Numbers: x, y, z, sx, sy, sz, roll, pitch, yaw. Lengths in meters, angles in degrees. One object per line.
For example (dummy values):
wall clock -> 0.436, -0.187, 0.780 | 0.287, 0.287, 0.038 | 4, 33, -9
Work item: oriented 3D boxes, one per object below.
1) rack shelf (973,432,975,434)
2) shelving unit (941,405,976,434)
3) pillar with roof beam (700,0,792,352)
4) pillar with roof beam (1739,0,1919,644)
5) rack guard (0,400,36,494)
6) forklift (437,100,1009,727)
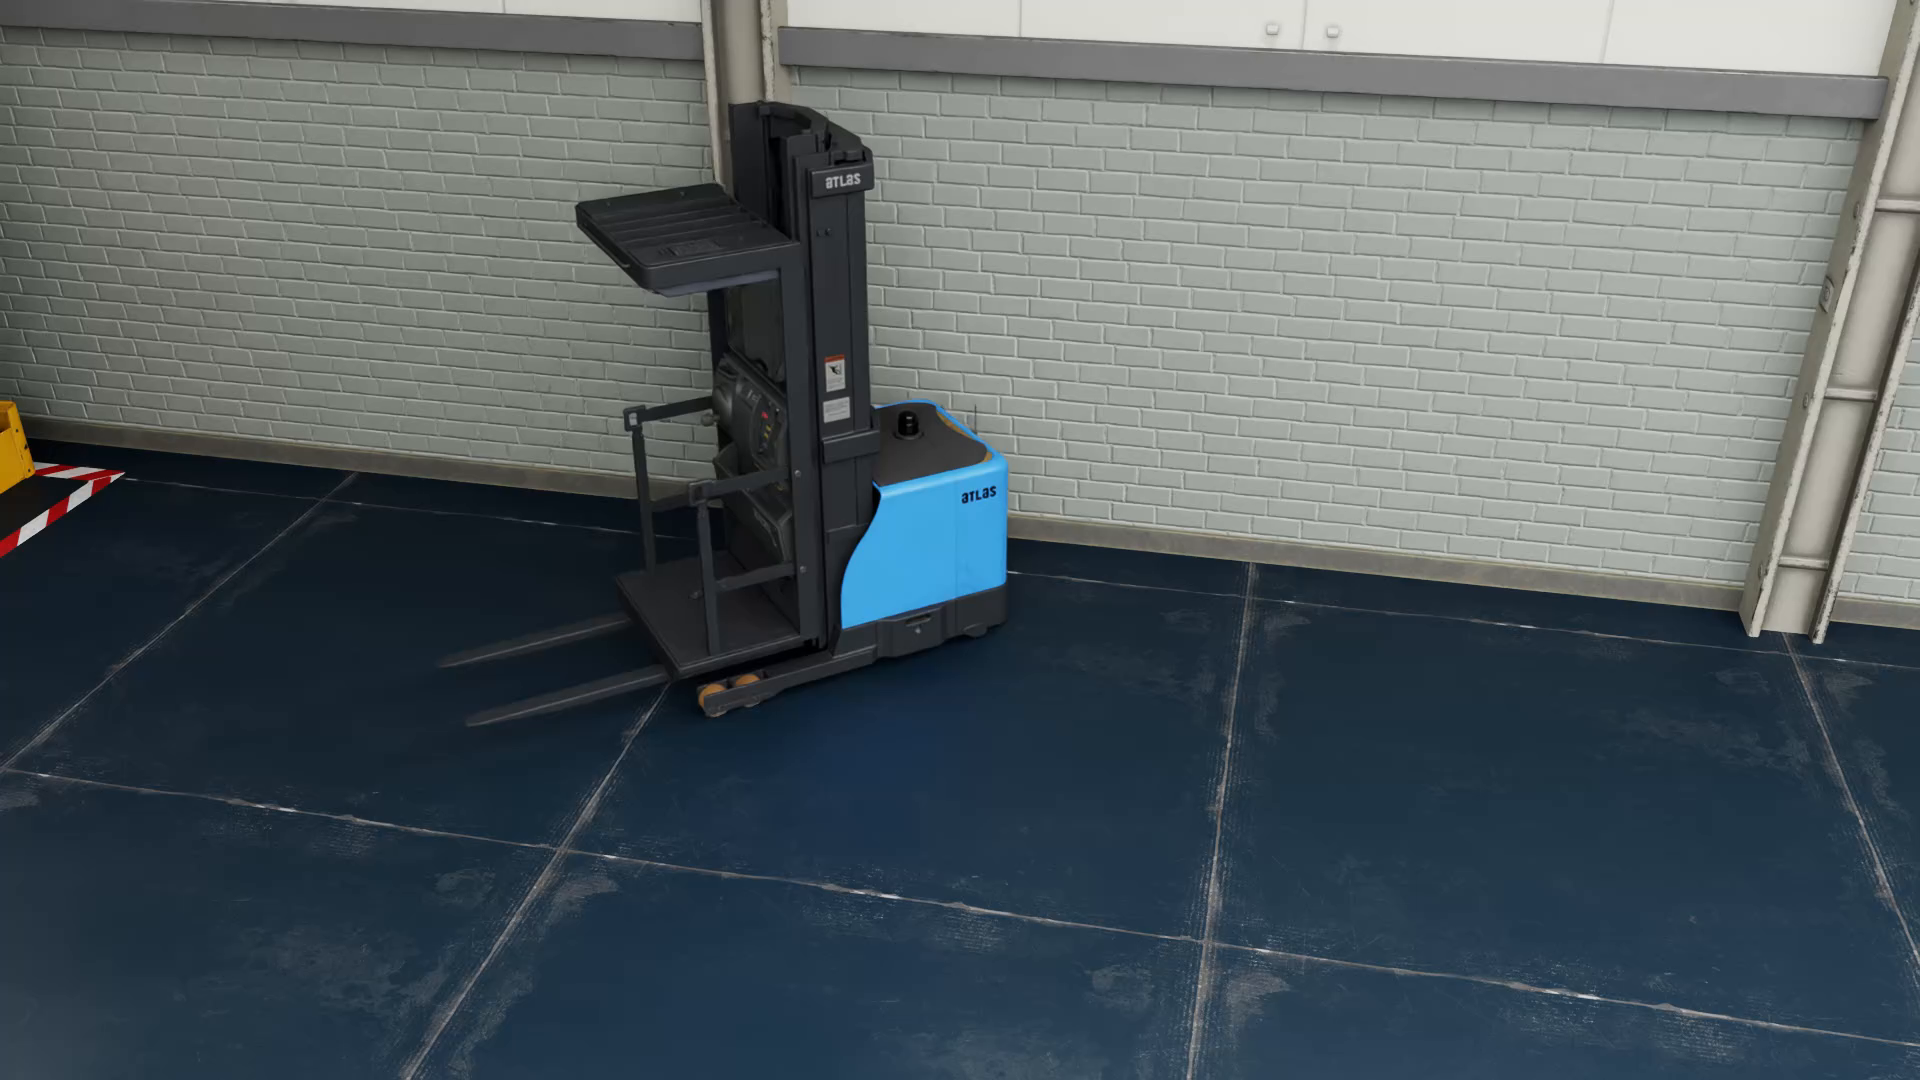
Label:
rack shelf -> -0.008, -0.570, 10.022 | 0.200, 0.077, 0.258 | 0, 29, 0
shelving unit -> -0.008, -0.362, 10.136 | 0.210, 0.900, 0.258 | 0, 29, 0
pillar with roof beam -> -2.077, -2.036, 4.760 | 0.400, 9.000, 9.100 | 6, 29, 11
pillar with roof beam -> 3.791, -1.434, 3.661 | 0.400, 9.000, 9.100 | 6, 29, 11
rack guard -> -6.529, -0.436, 10.688 | 0.348, 0.500, 1.175 | 6, 29, 11
forklift -> -1.270, -0.650, 8.547 | 3.031, 2.935, 1.130 | -14, 32, -24
